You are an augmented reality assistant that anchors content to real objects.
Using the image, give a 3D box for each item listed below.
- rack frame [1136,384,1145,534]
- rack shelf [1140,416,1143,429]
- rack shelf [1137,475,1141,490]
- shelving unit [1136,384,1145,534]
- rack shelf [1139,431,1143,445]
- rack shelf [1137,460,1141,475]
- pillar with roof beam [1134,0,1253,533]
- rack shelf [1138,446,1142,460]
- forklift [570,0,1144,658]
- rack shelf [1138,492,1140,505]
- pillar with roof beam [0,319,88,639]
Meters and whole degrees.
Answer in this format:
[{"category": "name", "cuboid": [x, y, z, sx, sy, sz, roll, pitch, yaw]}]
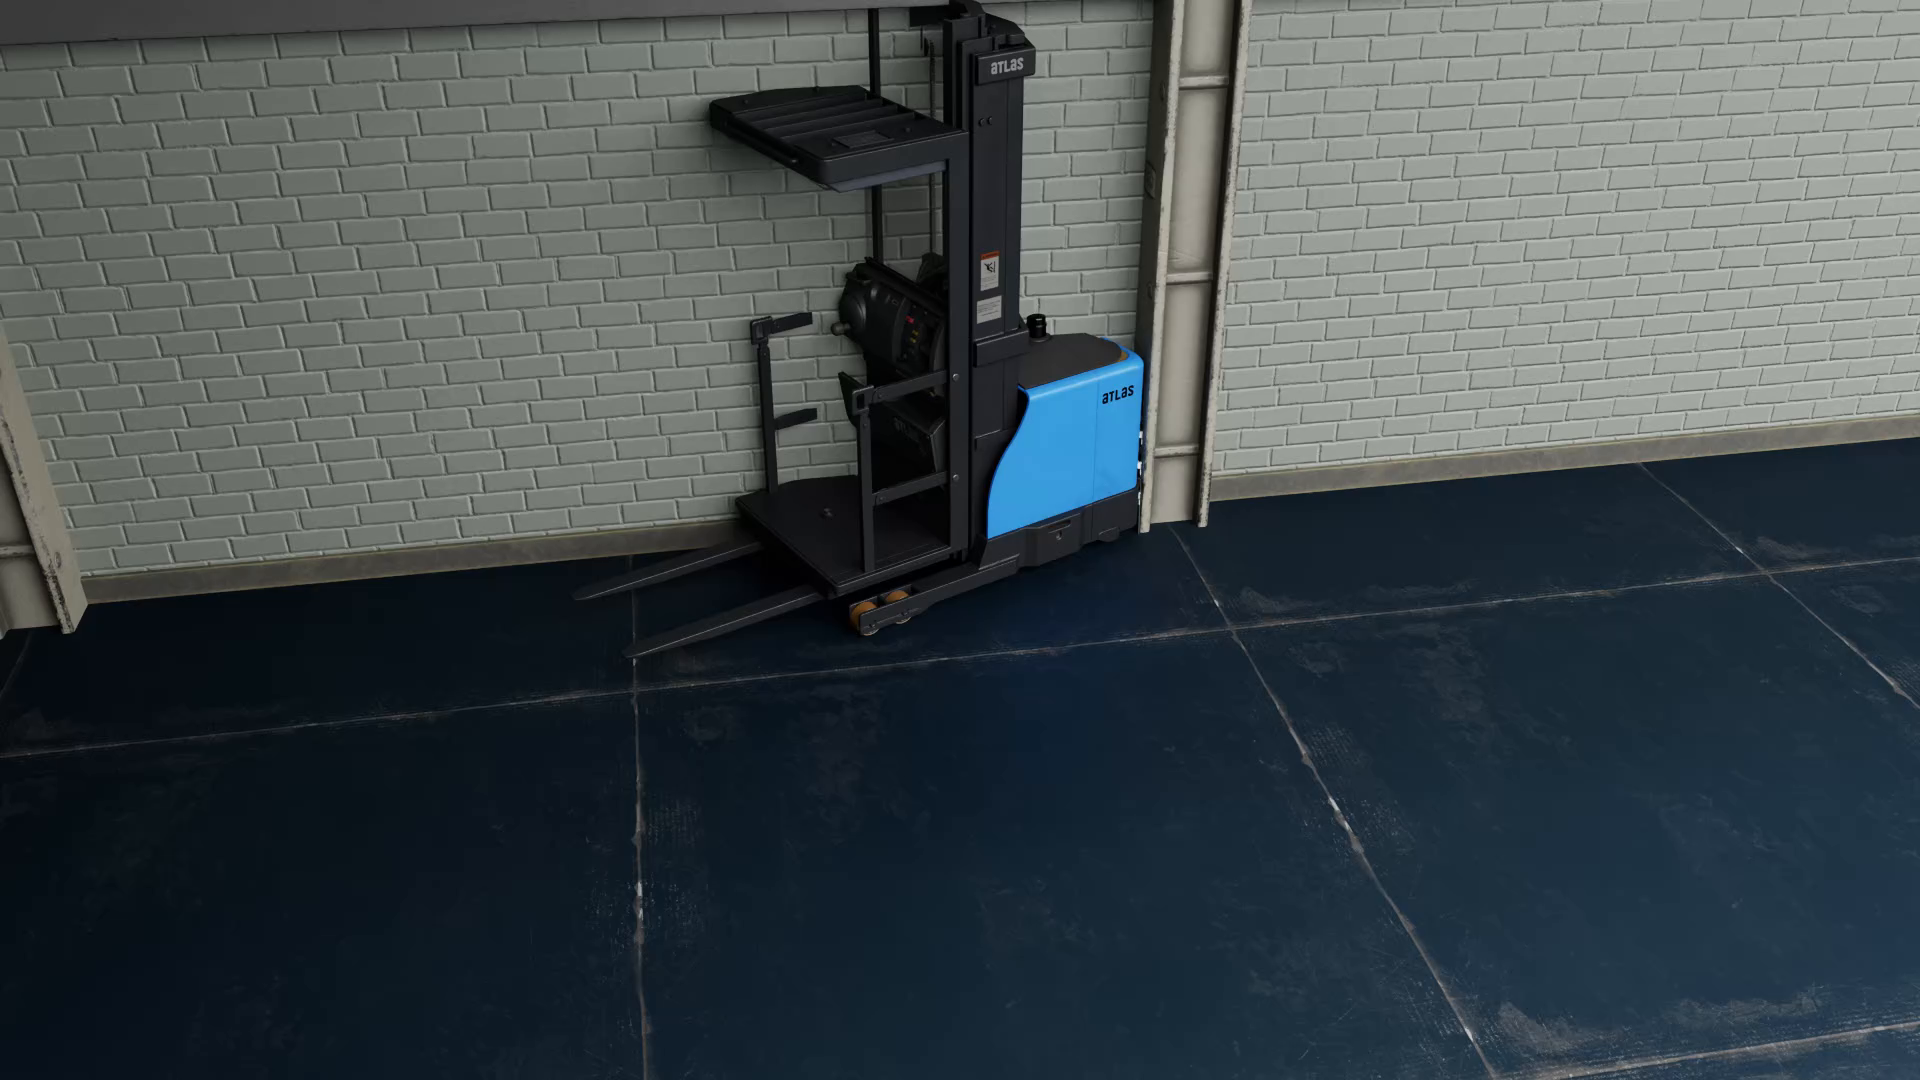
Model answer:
[{"category": "rack frame", "cuboid": [0.973, -0.474, 9.232, 0.006, 0.900, 0.240, -5, 25, -10]}, {"category": "rack shelf", "cuboid": [0.871, -0.680, 9.115, 0.200, 0.077, 0.258, -5, 25, -10]}, {"category": "rack shelf", "cuboid": [0.875, -0.354, 9.267, 0.200, 0.077, 0.258, -5, 25, -10]}, {"category": "shelving unit", "cuboid": [0.874, -0.465, 9.215, 0.210, 0.900, 0.258, -5, 25, -10]}, {"category": "rack shelf", "cuboid": [0.872, -0.598, 9.153, 0.200, 0.077, 0.258, -5, 25, -10]}, {"category": "rack shelf", "cuboid": [0.874, -0.435, 9.229, 0.200, 0.077, 0.258, -5, 25, -10]}, {"category": "pillar with roof beam", "cuboid": [1.949, -1.869, 3.550, 0.400, 9.000, 9.100, -5, 31, -9]}, {"category": "rack shelf", "cuboid": [0.873, -0.517, 9.191, 0.200, 0.077, 0.258, -5, 25, -10]}, {"category": "forklift", "cuboid": [-0.517, -1.086, 8.205, 3.031, 2.935, 1.130, -19, 35, -29]}, {"category": "rack shelf", "cuboid": [0.875, -0.272, 9.305, 0.200, 0.077, 0.258, -5, 25, -10]}, {"category": "pillar with roof beam", "cuboid": [-3.953, -1.321, 2.619, 0.400, 9.000, 9.100, -5, 31, -9]}]
